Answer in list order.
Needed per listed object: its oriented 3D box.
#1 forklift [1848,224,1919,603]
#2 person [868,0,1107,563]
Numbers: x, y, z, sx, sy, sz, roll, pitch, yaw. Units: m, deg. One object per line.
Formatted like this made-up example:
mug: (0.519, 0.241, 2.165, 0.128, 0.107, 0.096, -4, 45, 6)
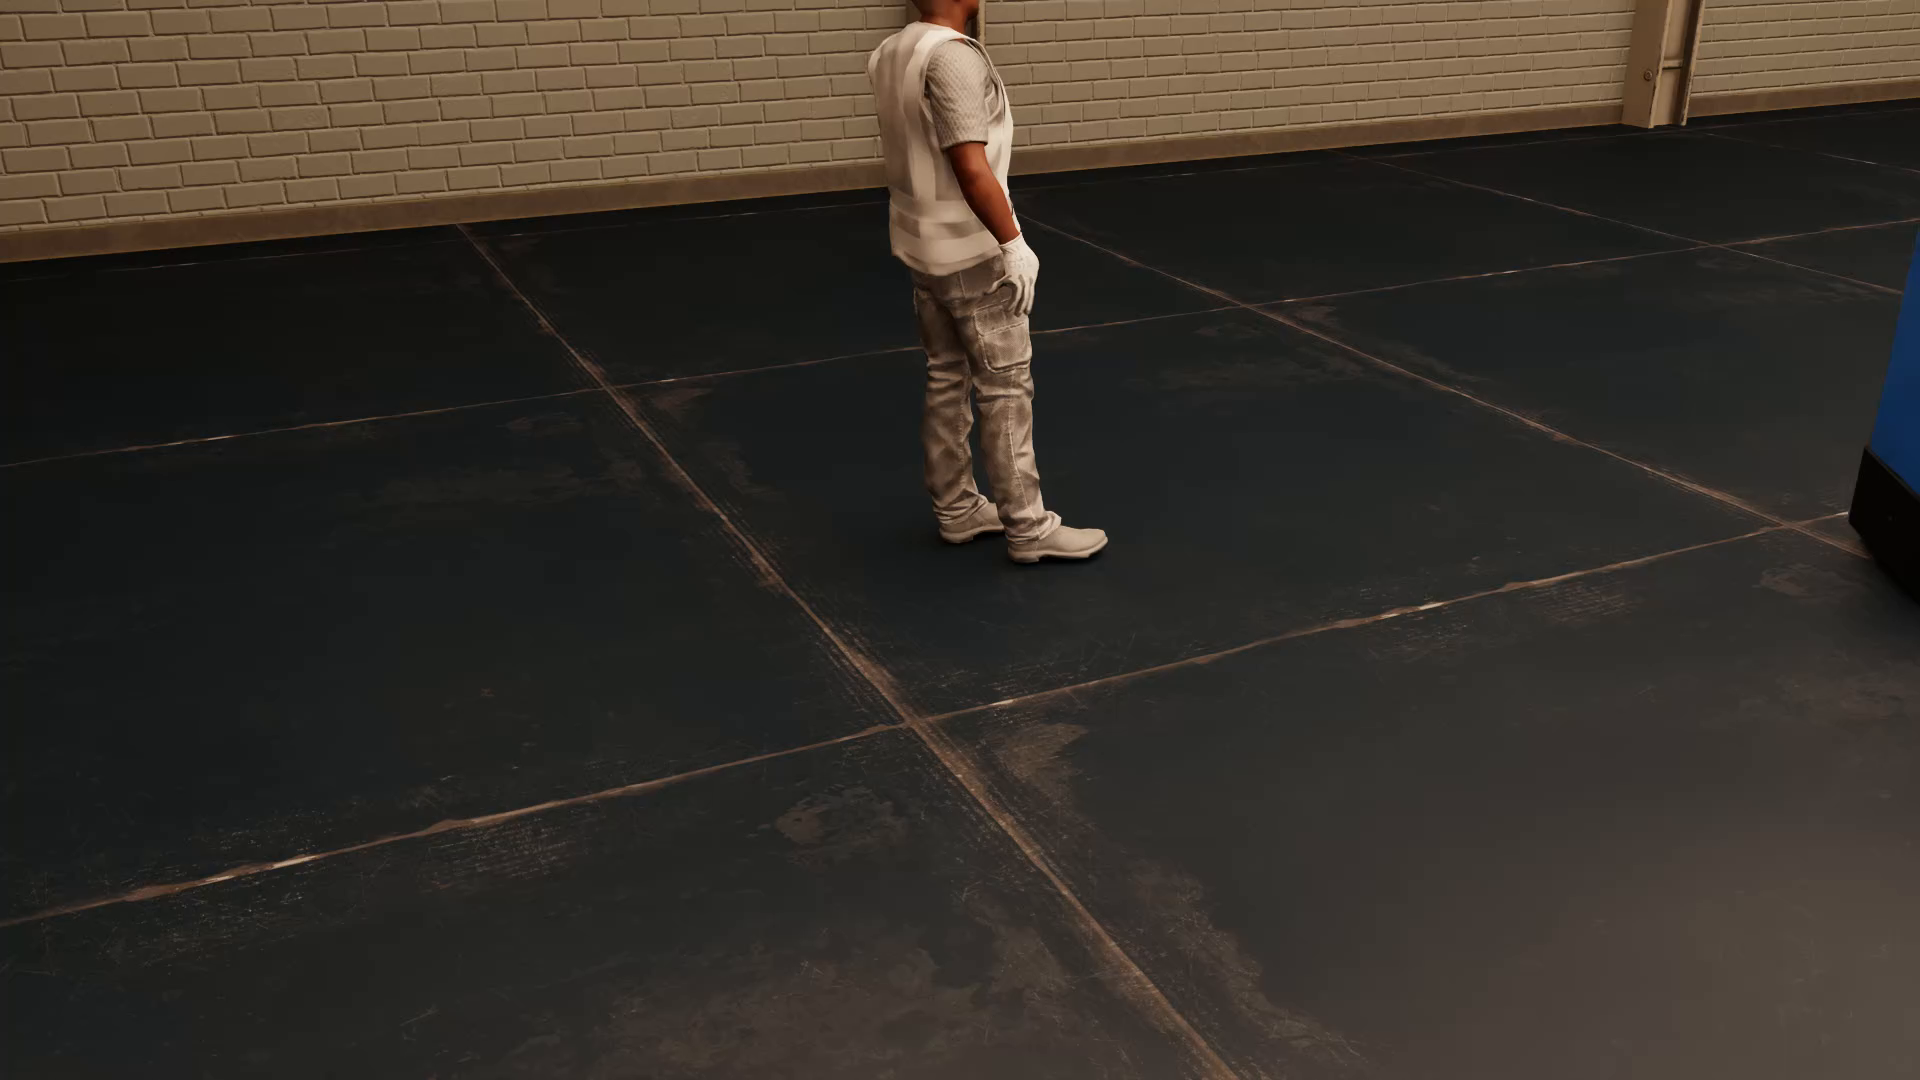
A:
forklift: (4.122, -1.083, 3.893, 3.031, 2.935, 1.130, 4, 23, 8)
person: (0.069, -0.839, 4.783, 0.575, 1.785, 0.657, -10, 25, -23)
